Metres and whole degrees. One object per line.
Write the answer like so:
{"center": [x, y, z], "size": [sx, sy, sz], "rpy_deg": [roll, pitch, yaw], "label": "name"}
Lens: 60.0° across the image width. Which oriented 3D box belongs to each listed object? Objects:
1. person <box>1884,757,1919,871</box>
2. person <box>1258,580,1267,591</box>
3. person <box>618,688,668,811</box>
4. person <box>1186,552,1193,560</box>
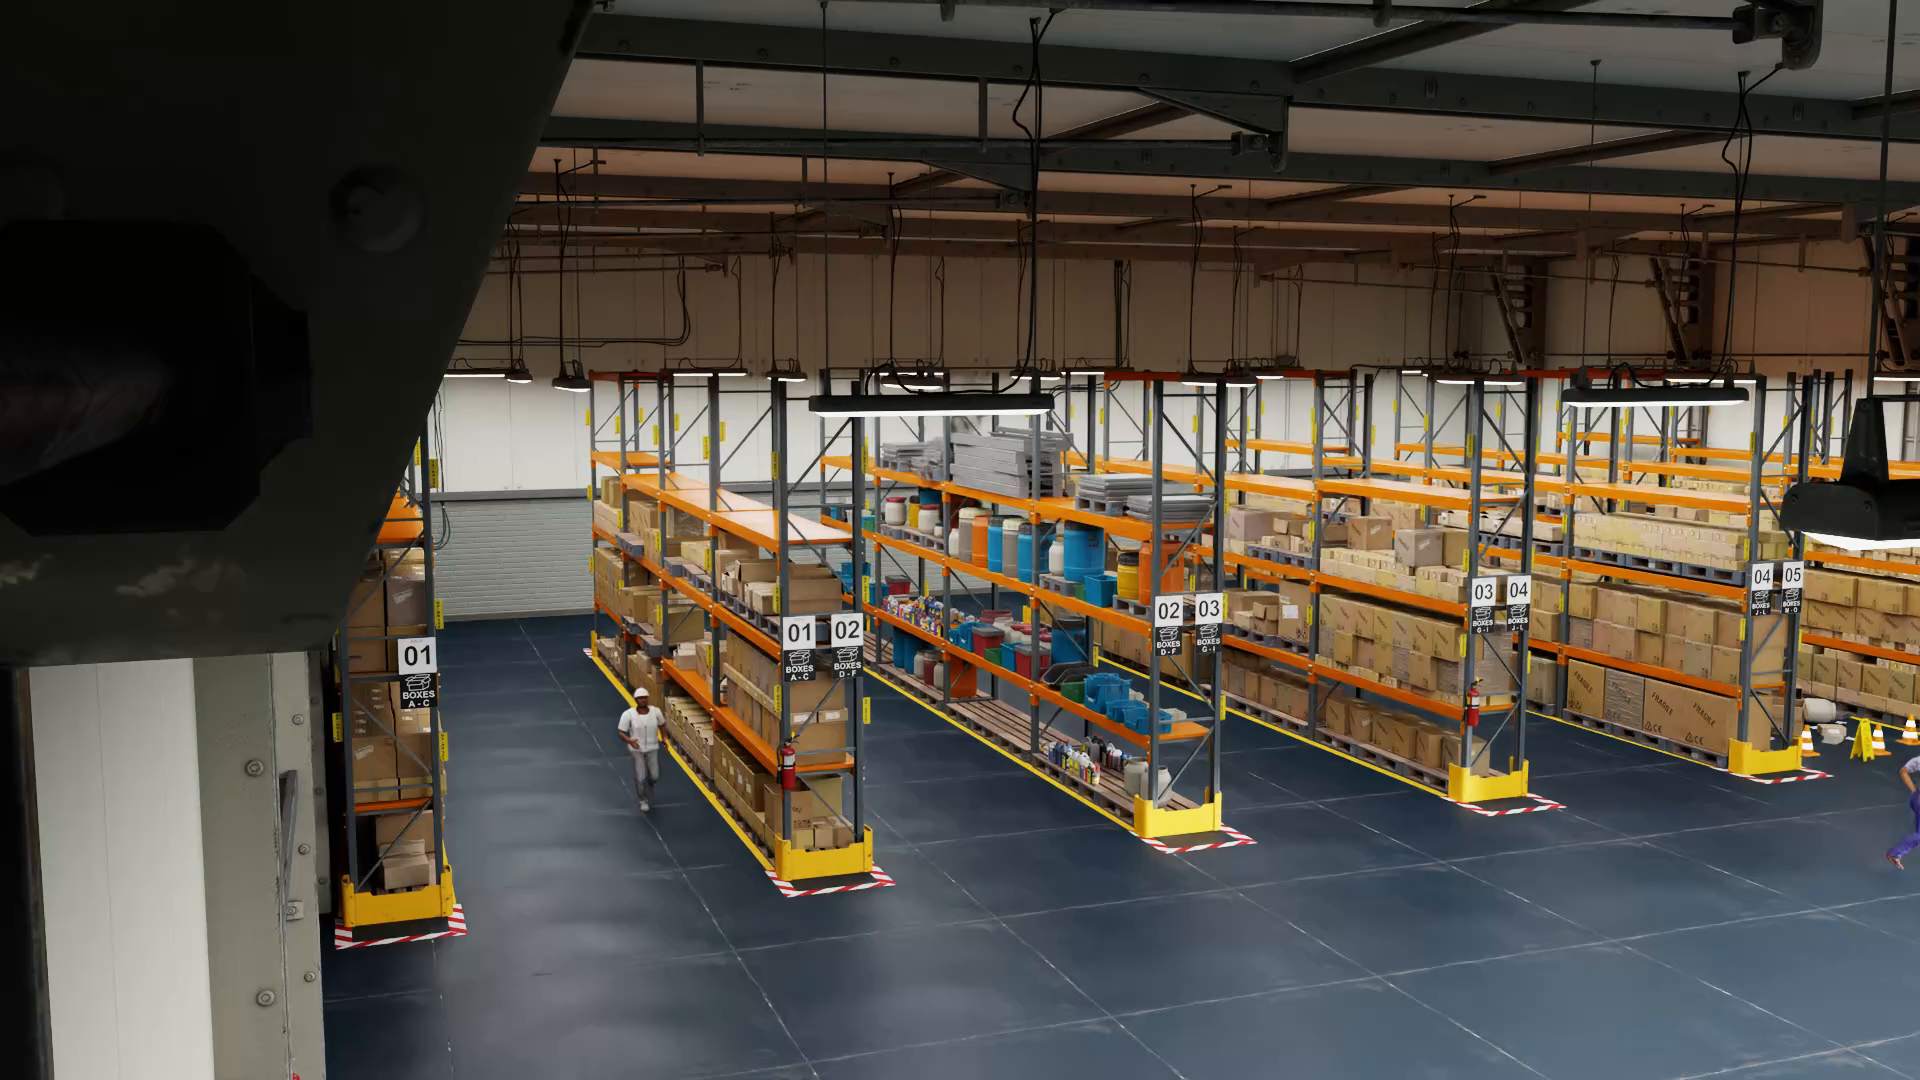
{"center": [11.736, 3.254, 20.245], "size": [0.925, 1.654, 0.577], "rpy_deg": [1, 6, 6], "label": "person"}
{"center": [7.545, 0.931, 41.313], "size": [0.564, 1.632, 0.635], "rpy_deg": [4, 7, 31], "label": "person"}
{"center": [-4.384, 2.906, 23.080], "size": [0.700, 1.723, 0.582], "rpy_deg": [-3, 7, -23], "label": "person"}
{"center": [5.617, 0.984, 40.580], "size": [0.603, 1.651, 0.935], "rpy_deg": [6, 9, 45], "label": "person"}
